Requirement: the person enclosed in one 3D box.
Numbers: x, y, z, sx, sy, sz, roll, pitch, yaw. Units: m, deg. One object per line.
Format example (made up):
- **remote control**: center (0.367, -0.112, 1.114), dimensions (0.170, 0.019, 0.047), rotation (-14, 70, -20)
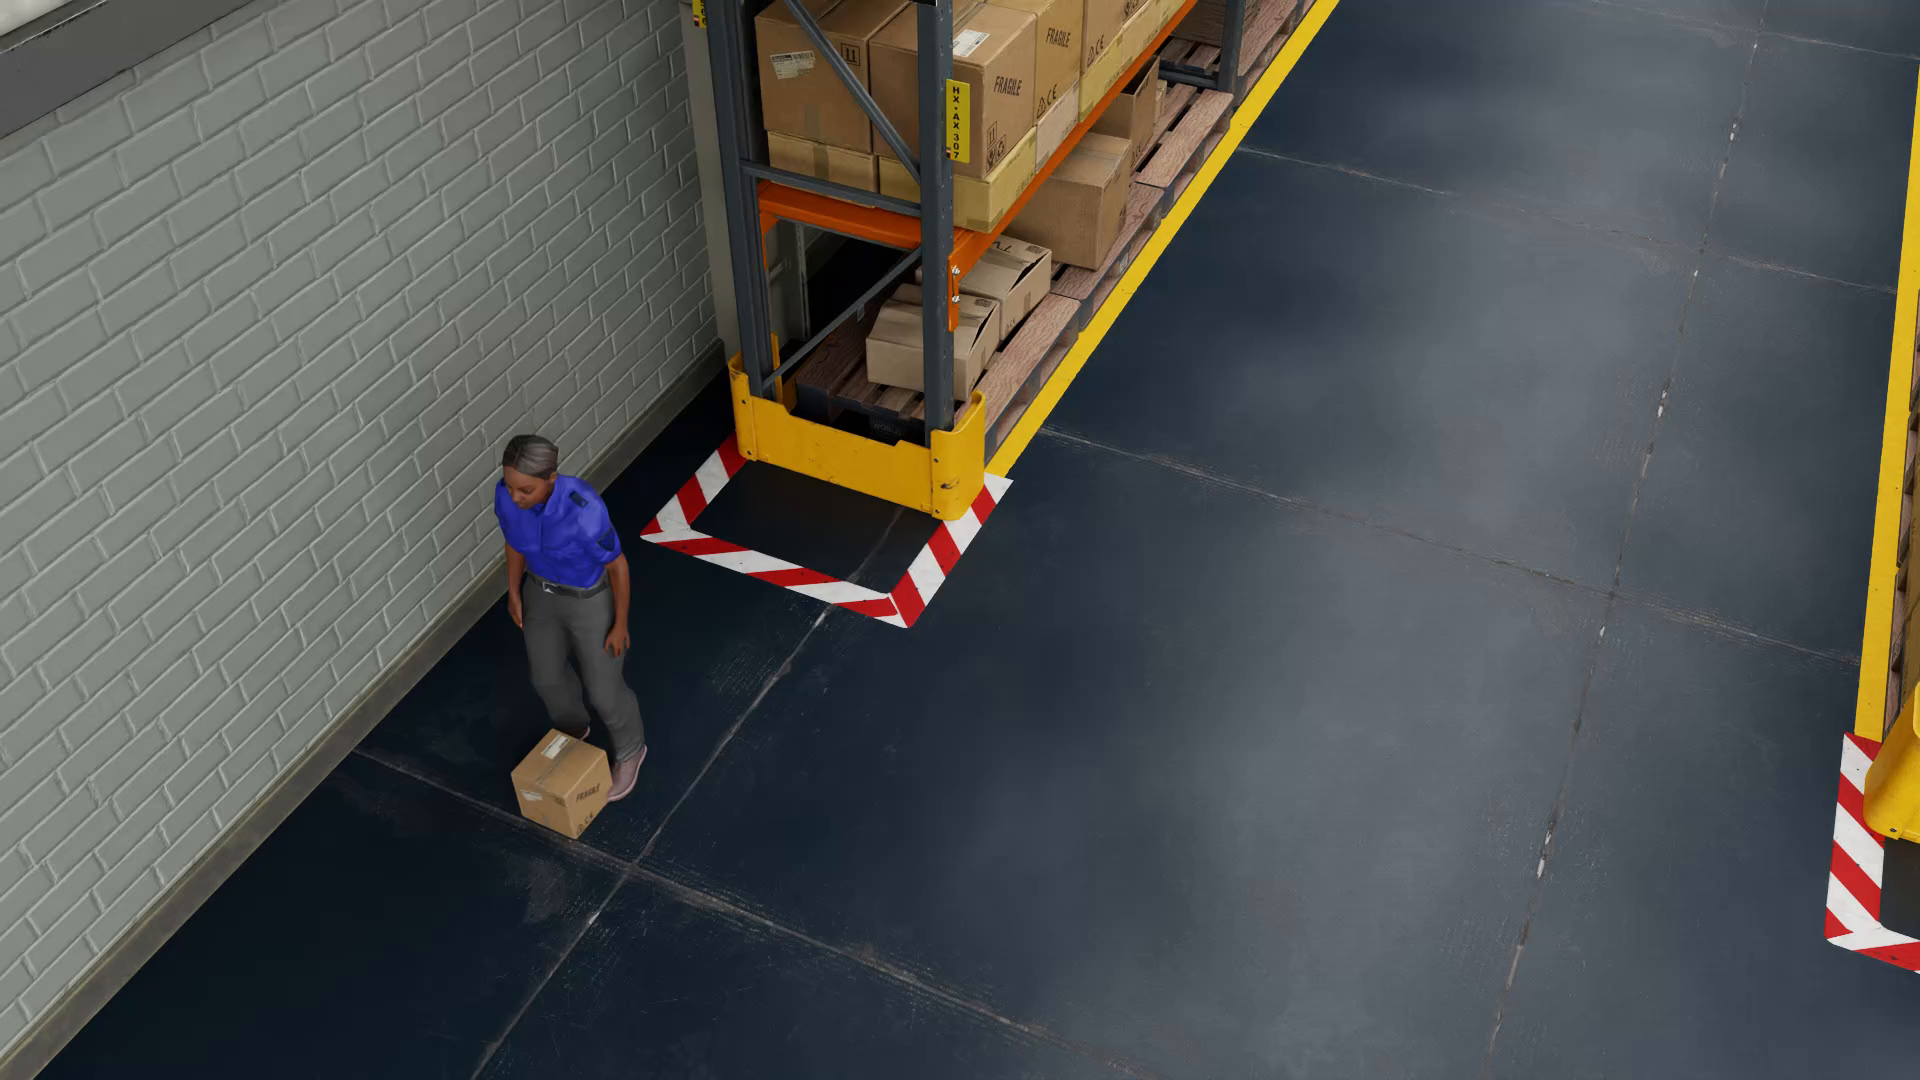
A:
- **person**: center (-1.393, 0.248, 5.891), dimensions (0.517, 1.654, 0.353), rotation (17, 45, 18)
